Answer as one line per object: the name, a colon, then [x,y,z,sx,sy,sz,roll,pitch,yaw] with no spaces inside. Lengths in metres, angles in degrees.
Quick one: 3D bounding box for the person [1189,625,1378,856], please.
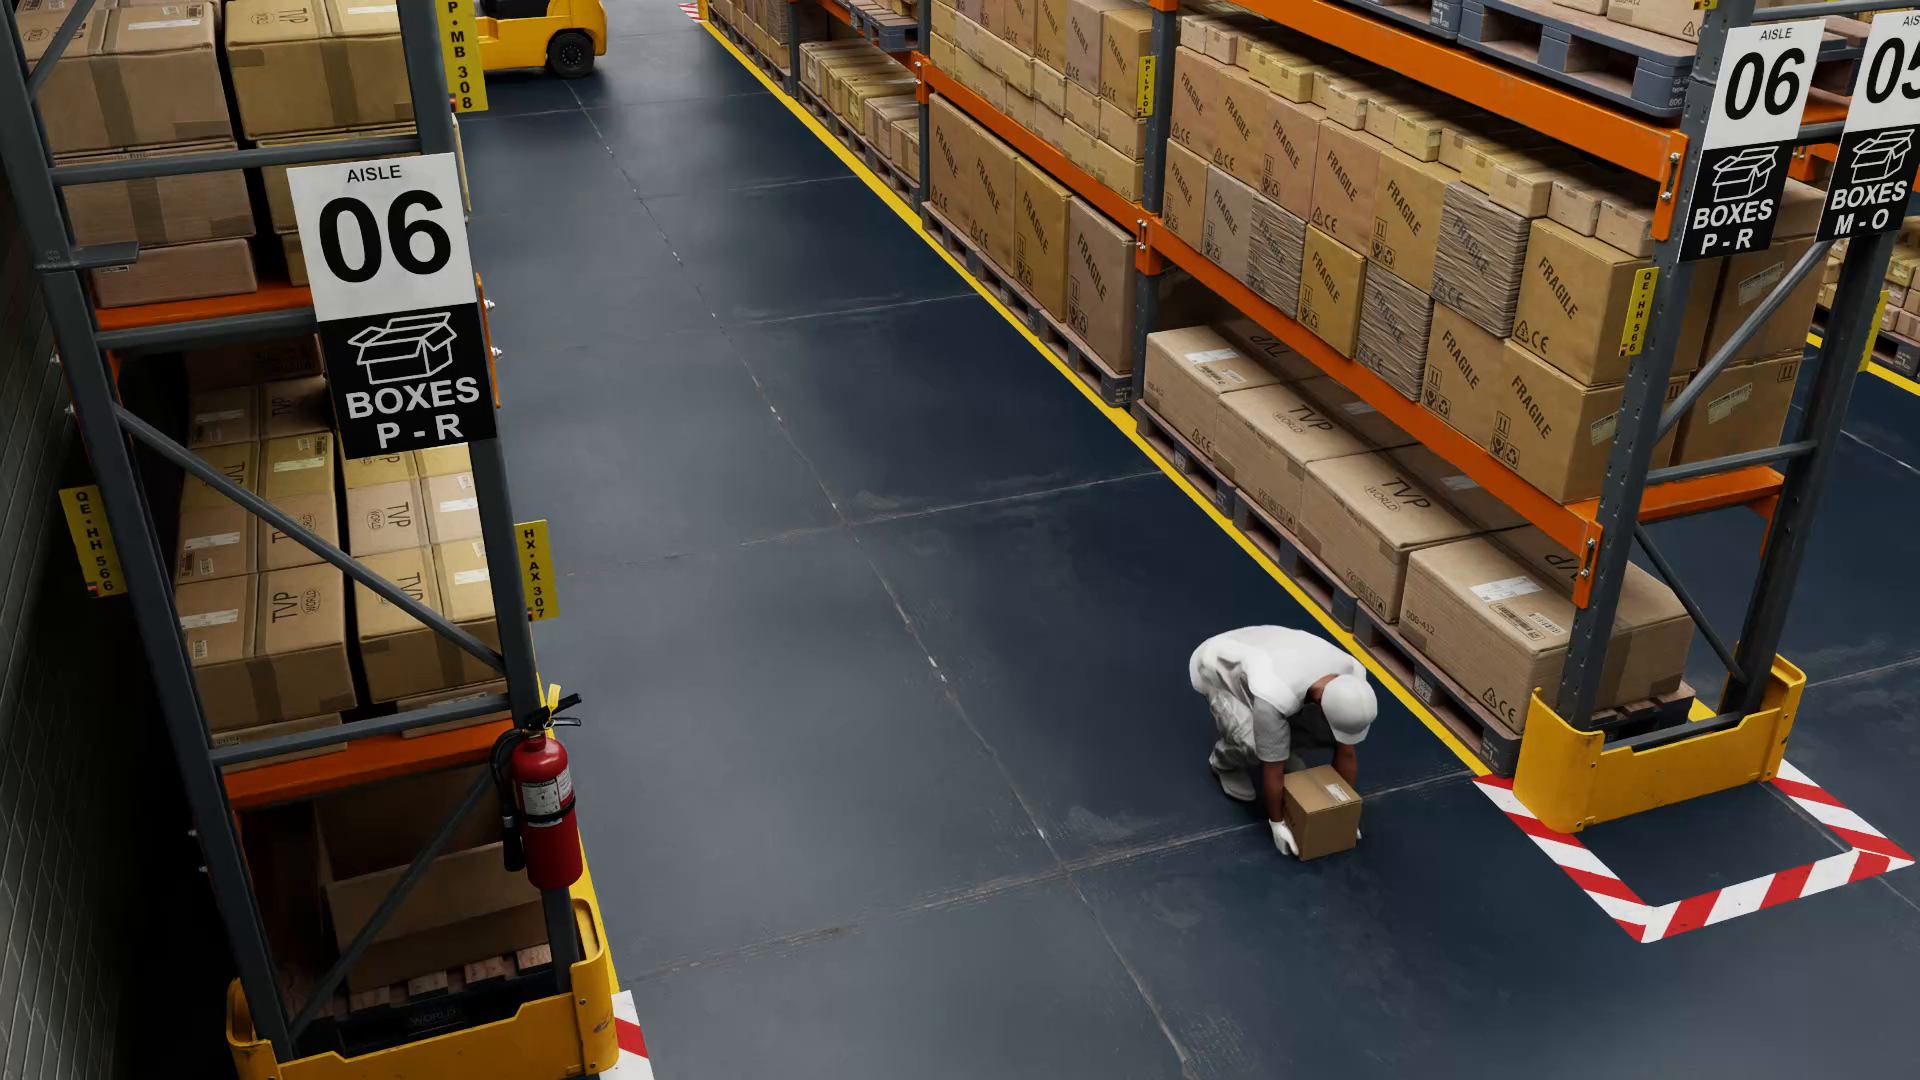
person: [1.342,0.758,6.868,0.561,0.876,0.947,-12,32,-20]
